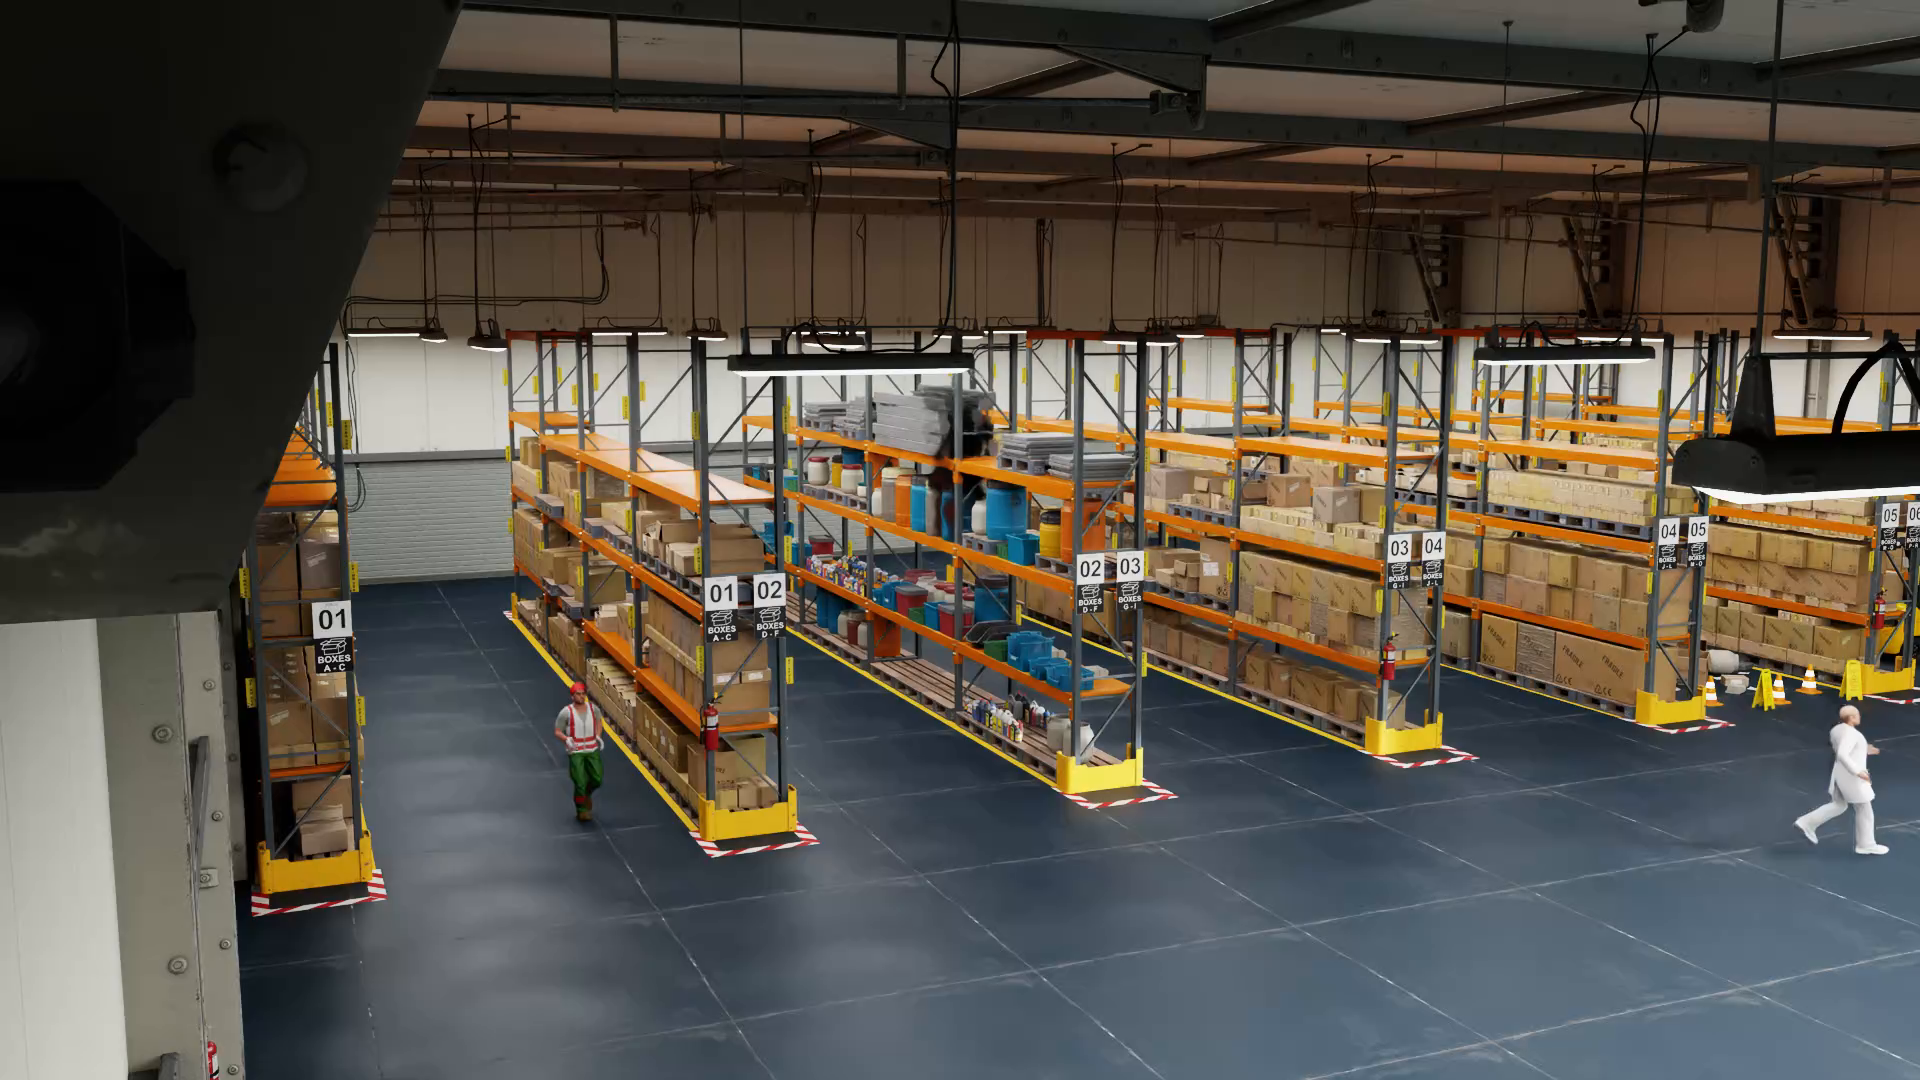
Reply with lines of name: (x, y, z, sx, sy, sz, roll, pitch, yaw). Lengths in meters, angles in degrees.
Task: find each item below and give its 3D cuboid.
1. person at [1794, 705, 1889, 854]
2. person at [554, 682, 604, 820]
person: (10.395, 2.801, 19.494, 1.032, 1.754, 0.714, 1, 8, 5)
person: (-4.715, 2.645, 20.803, 0.649, 1.740, 0.601, -5, 9, -30)
